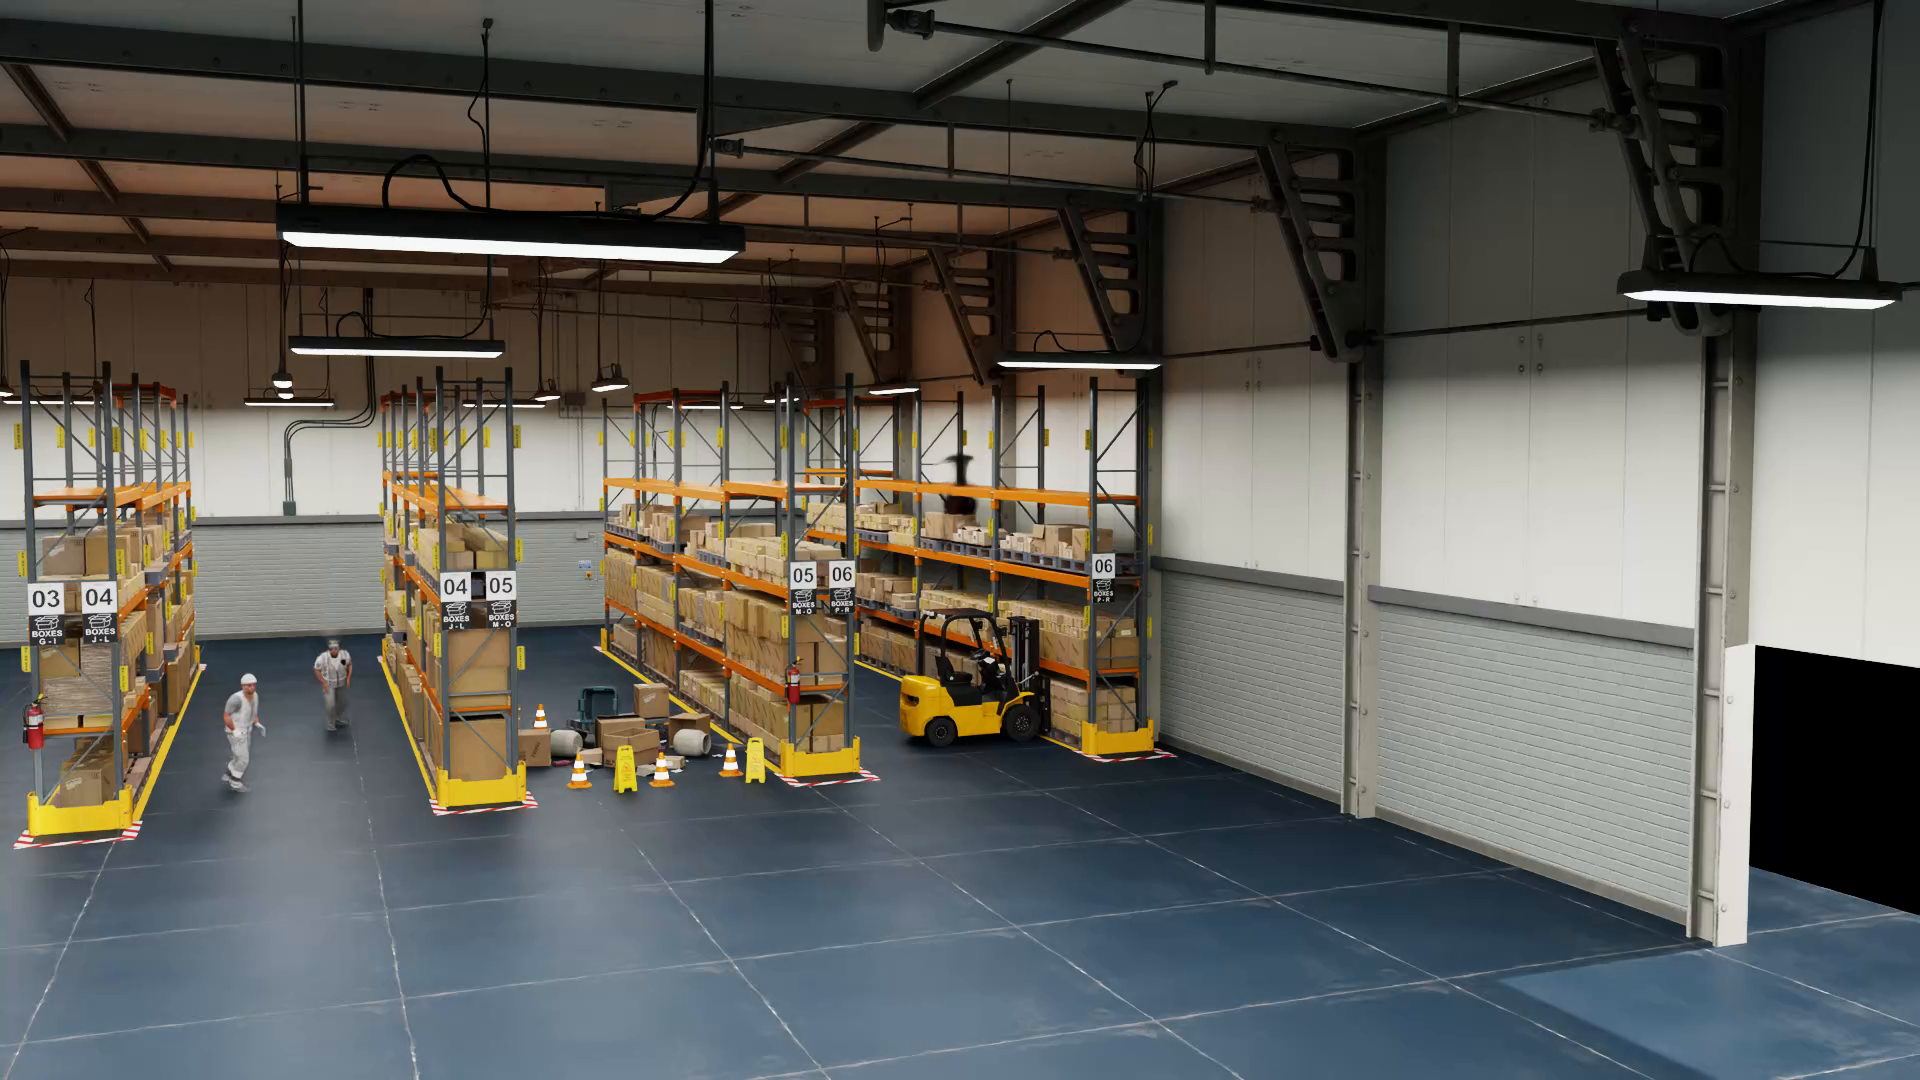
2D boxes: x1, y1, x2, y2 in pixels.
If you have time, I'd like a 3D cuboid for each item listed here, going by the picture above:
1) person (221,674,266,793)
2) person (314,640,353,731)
[{"bbox_3d":[-10.234,2.736,23.564,0.778,1.723,0.649,1,3,9],"label":"person"},{"bbox_3d":[-10.788,2.480,28.668,0.718,1.605,0.849,-3,5,-44],"label":"person"}]
